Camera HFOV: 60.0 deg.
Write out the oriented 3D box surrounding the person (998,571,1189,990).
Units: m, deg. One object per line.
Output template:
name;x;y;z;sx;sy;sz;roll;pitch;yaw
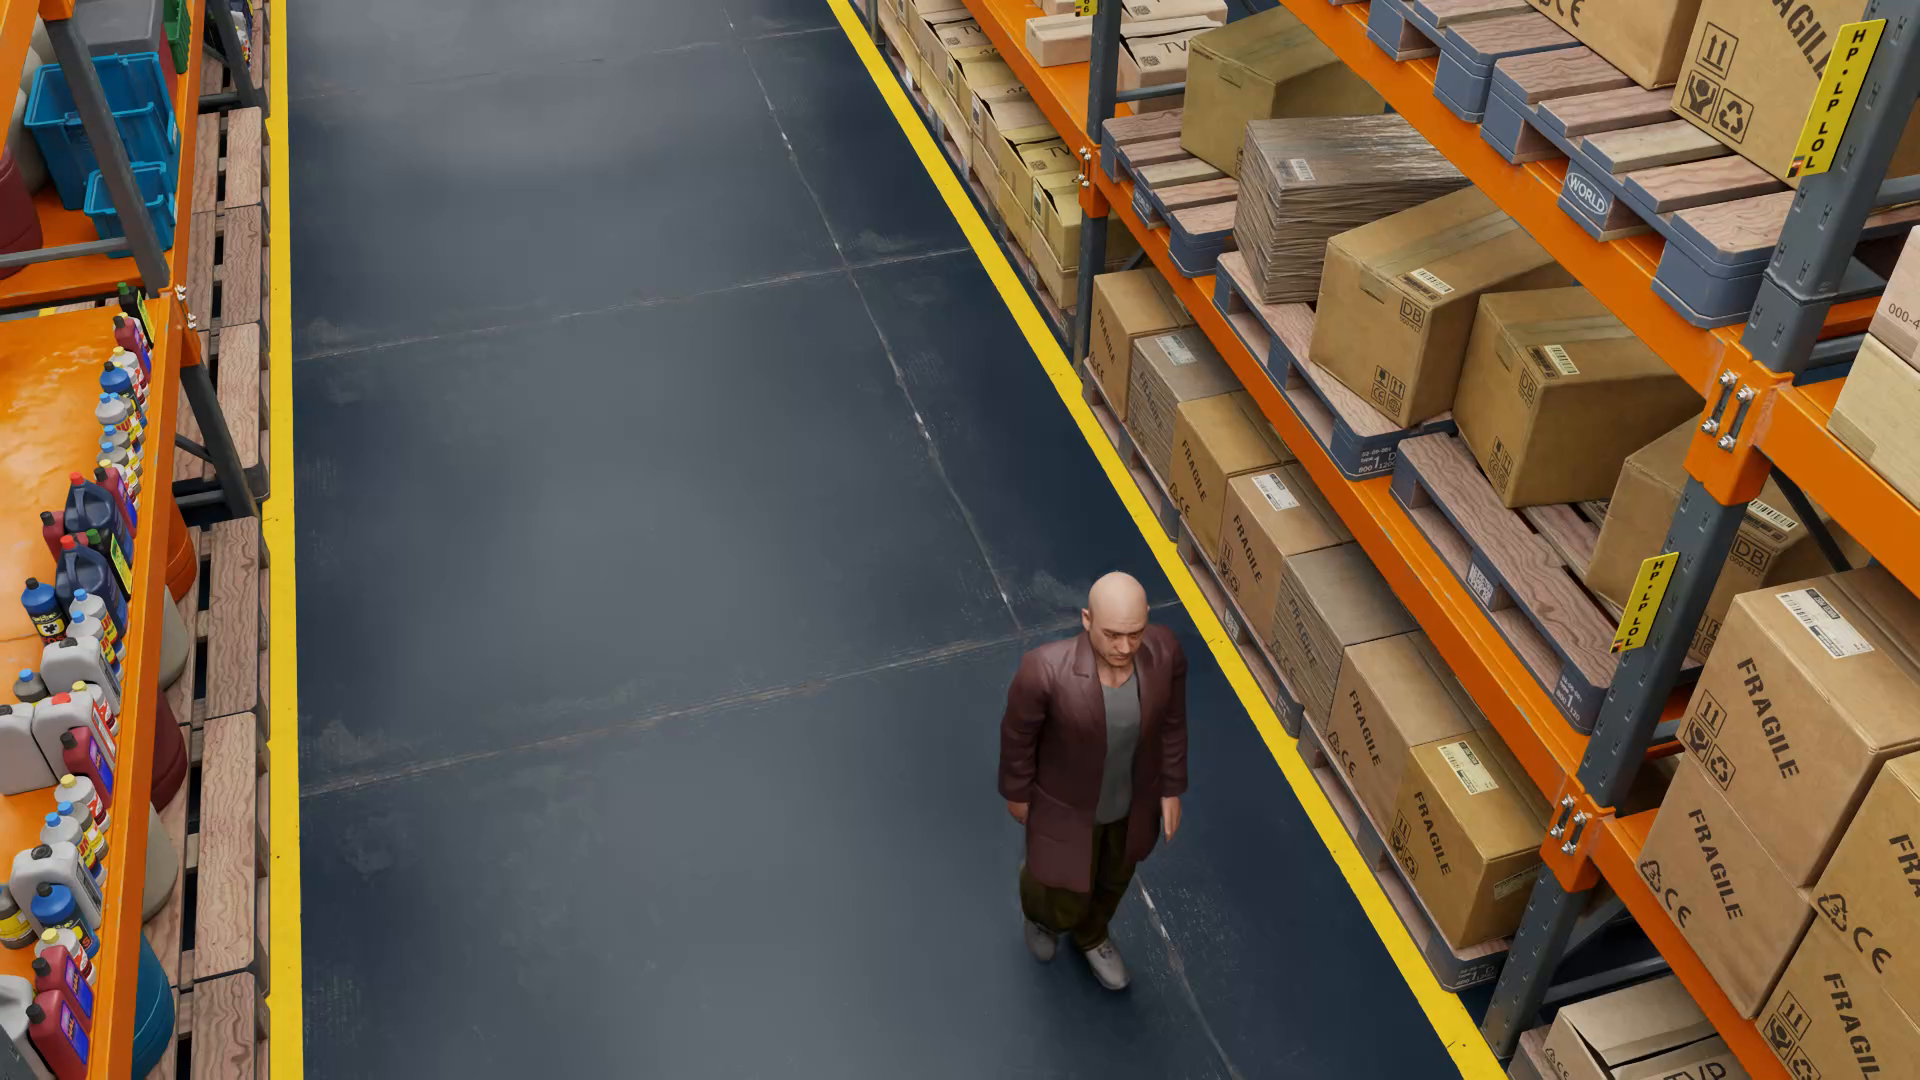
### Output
person;0.420;0.794;5.248;0.583;1.788;0.532;-13;43;-15
